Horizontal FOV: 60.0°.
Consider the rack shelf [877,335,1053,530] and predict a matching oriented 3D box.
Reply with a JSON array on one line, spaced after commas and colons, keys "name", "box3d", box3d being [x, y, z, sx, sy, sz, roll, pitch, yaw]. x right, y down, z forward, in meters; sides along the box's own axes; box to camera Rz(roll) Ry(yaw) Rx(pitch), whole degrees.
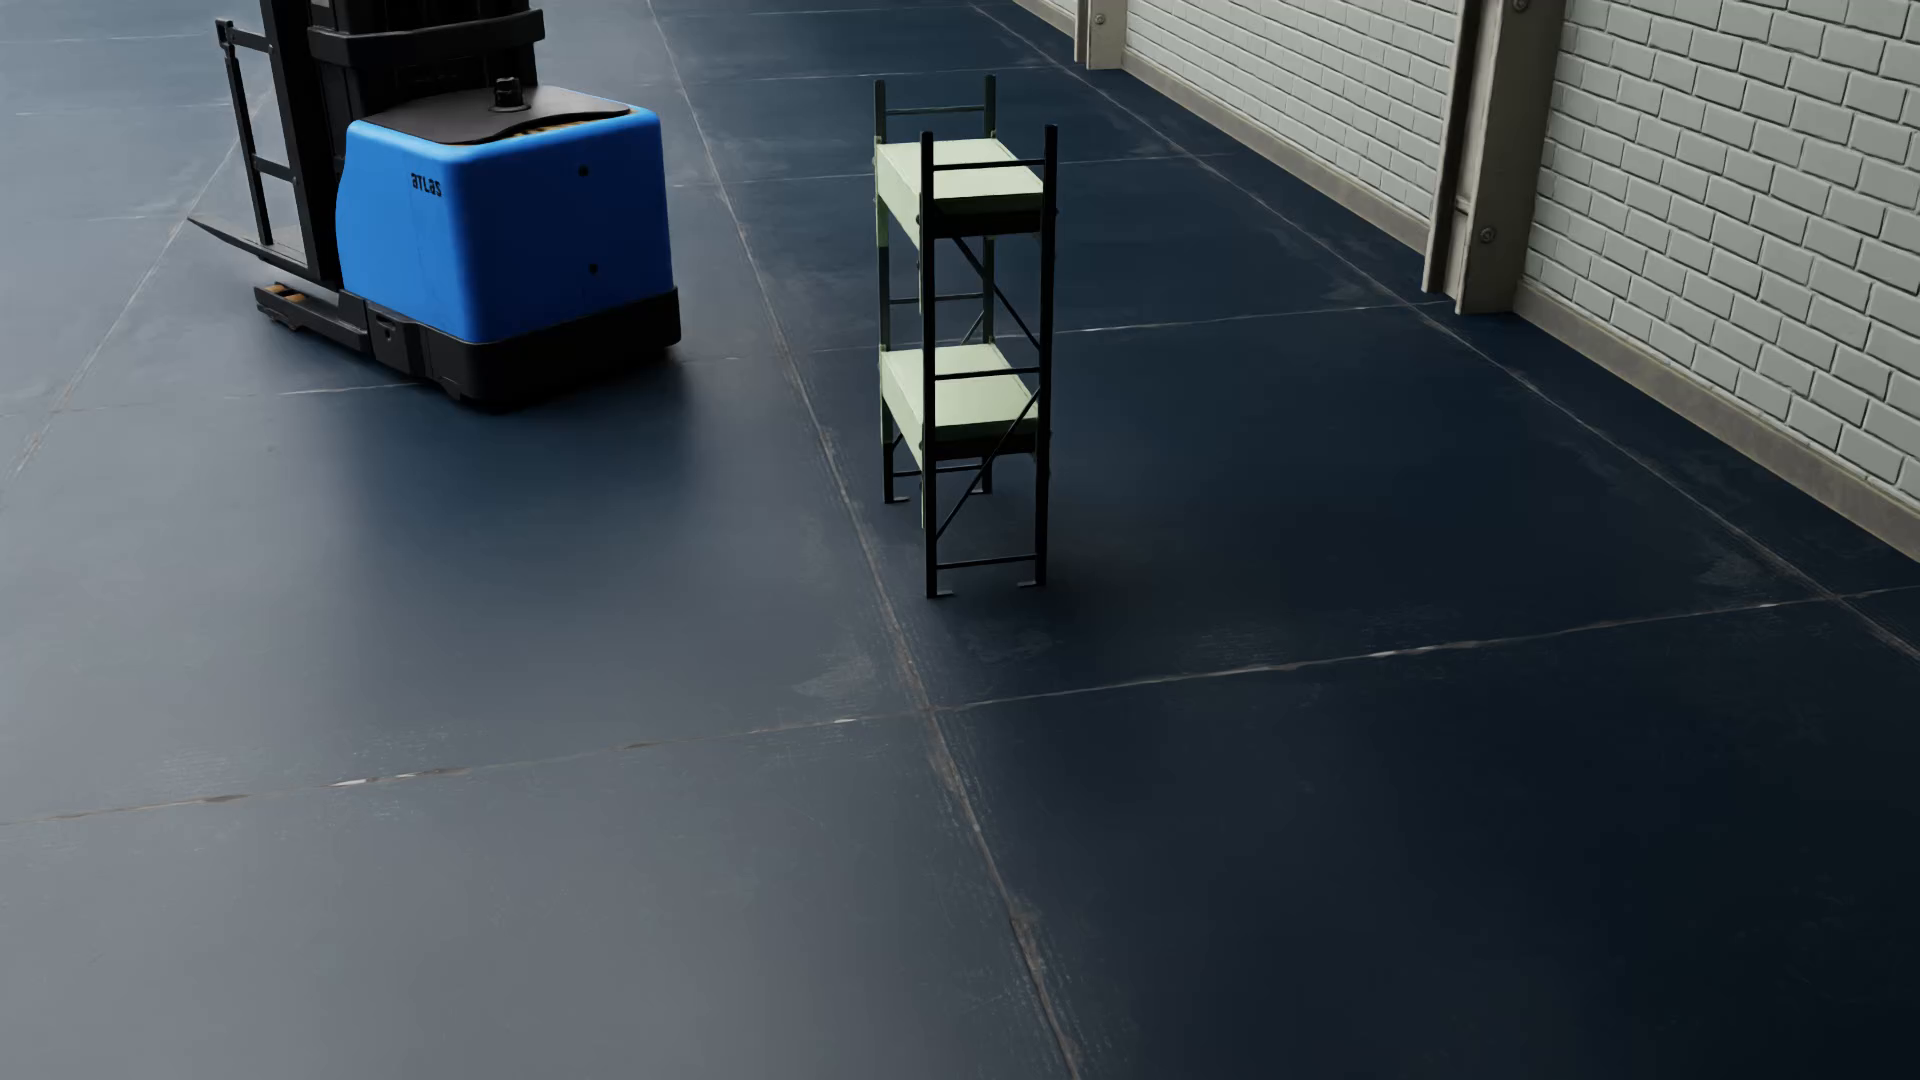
[{"name": "rack shelf", "box3d": [0.002, -0.376, 5.553, 0.431, 0.370, 0.720, -6, 27, -12]}]

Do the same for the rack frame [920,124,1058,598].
[{"name": "rack frame", "box3d": [0.084, -0.506, 5.088, 0.400, 1.500, 0.023, -6, 27, -12]}]

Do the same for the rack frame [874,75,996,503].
[{"name": "rack frame", "box3d": [-0.081, -0.827, 5.725, 0.400, 1.500, 0.023, -6, 27, -12]}]

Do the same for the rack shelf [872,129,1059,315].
[{"name": "rack shelf", "box3d": [0.002, -1.015, 5.230, 0.431, 0.370, 0.720, -6, 27, -12]}]

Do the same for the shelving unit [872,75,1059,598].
[{"name": "shelving unit", "box3d": [0.002, -0.667, 5.406, 0.431, 1.500, 0.755, -6, 27, -12]}]

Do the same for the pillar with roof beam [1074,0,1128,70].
[{"name": "pillar with roof beam", "box3d": [-3.080, -7.379, 10.383, 9.100, 9.000, 0.400, -6, 27, -12]}]

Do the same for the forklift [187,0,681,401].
[{"name": "forklift", "box3d": [-2.652, -2.426, 7.303, 3.031, 2.935, 1.130, 23, 35, 38]}]

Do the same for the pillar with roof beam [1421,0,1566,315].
[{"name": "pillar with roof beam", "box3d": [-1.728, -4.745, 5.165, 9.100, 9.000, 0.400, -6, 27, -12]}]
